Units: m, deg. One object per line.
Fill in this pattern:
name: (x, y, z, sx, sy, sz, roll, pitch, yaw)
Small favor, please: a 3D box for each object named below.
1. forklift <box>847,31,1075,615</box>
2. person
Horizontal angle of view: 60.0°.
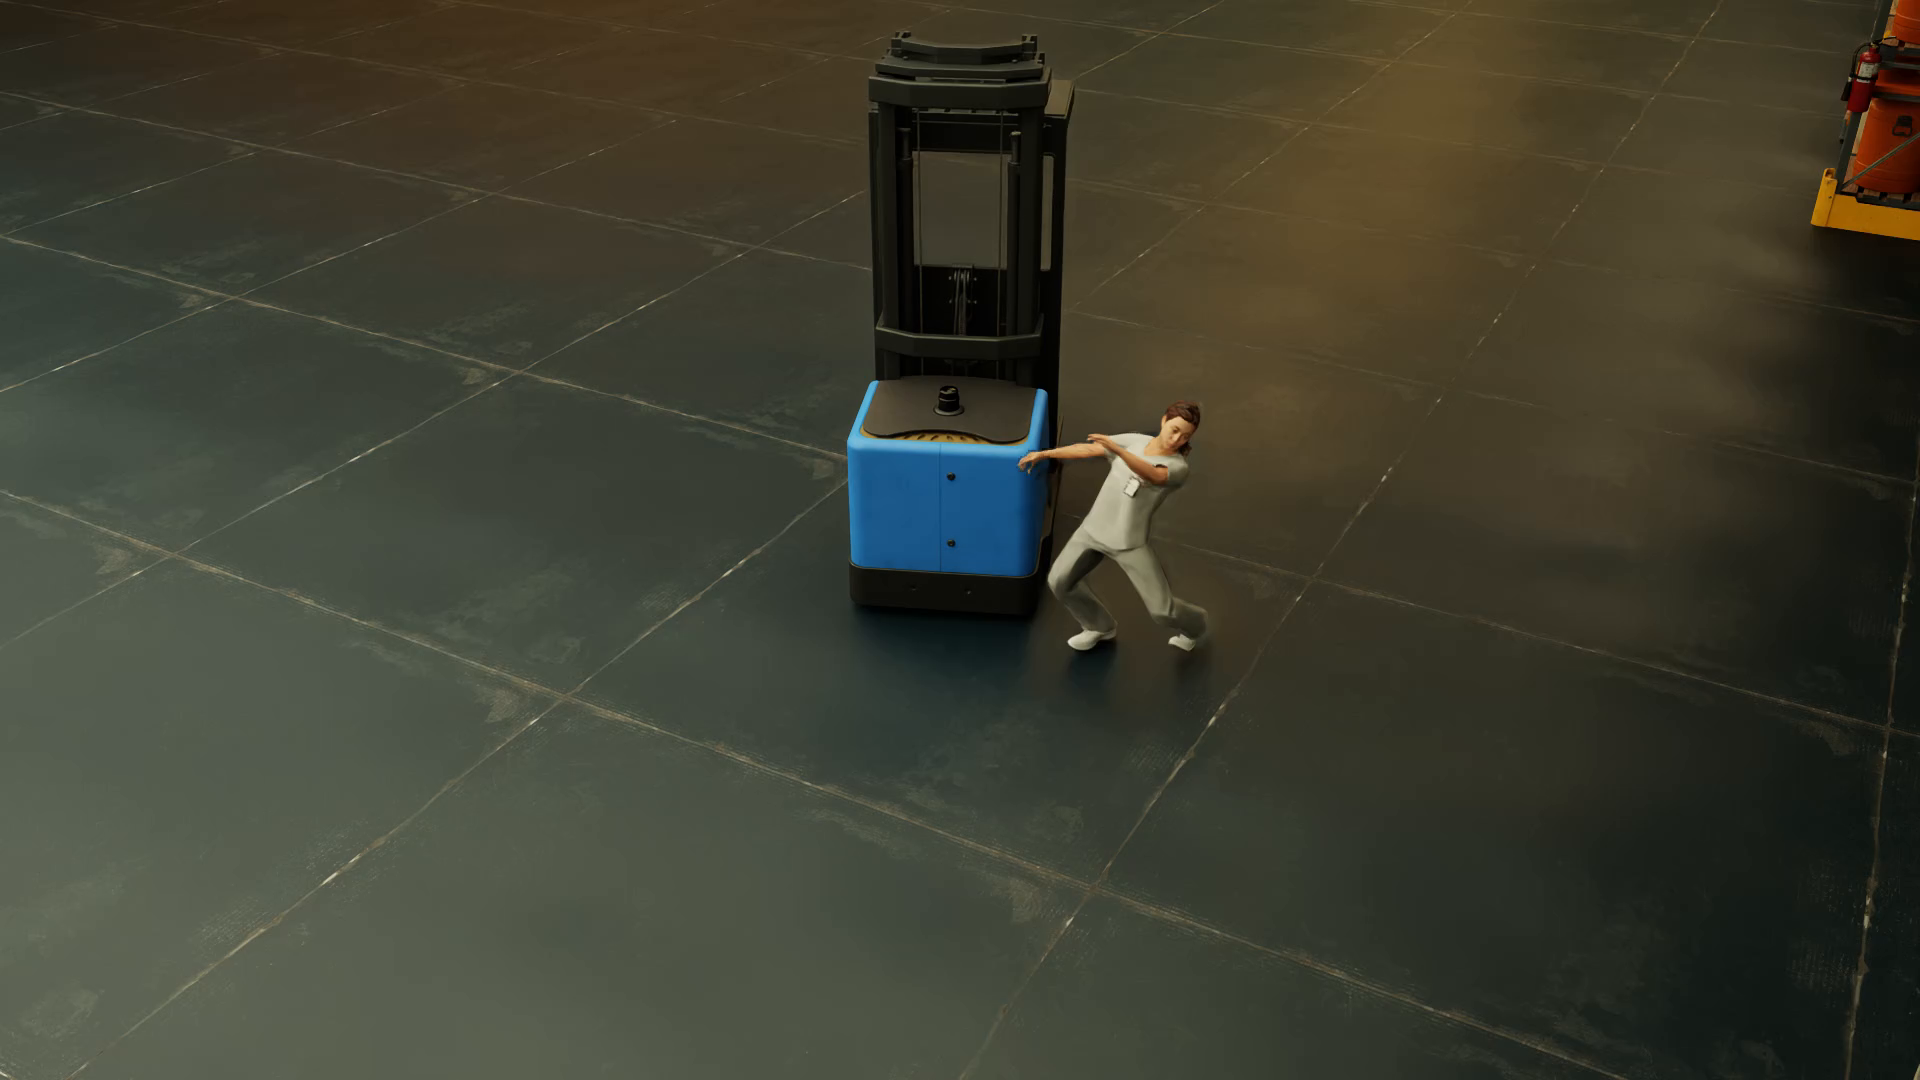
forklift: (0.072, -1.572, 9.794, 1.130, 2.935, 3.031, 3, 30, 6)
person: (0.772, -0.052, 8.623, 0.987, 1.430, 0.719, 20, 36, 31)
